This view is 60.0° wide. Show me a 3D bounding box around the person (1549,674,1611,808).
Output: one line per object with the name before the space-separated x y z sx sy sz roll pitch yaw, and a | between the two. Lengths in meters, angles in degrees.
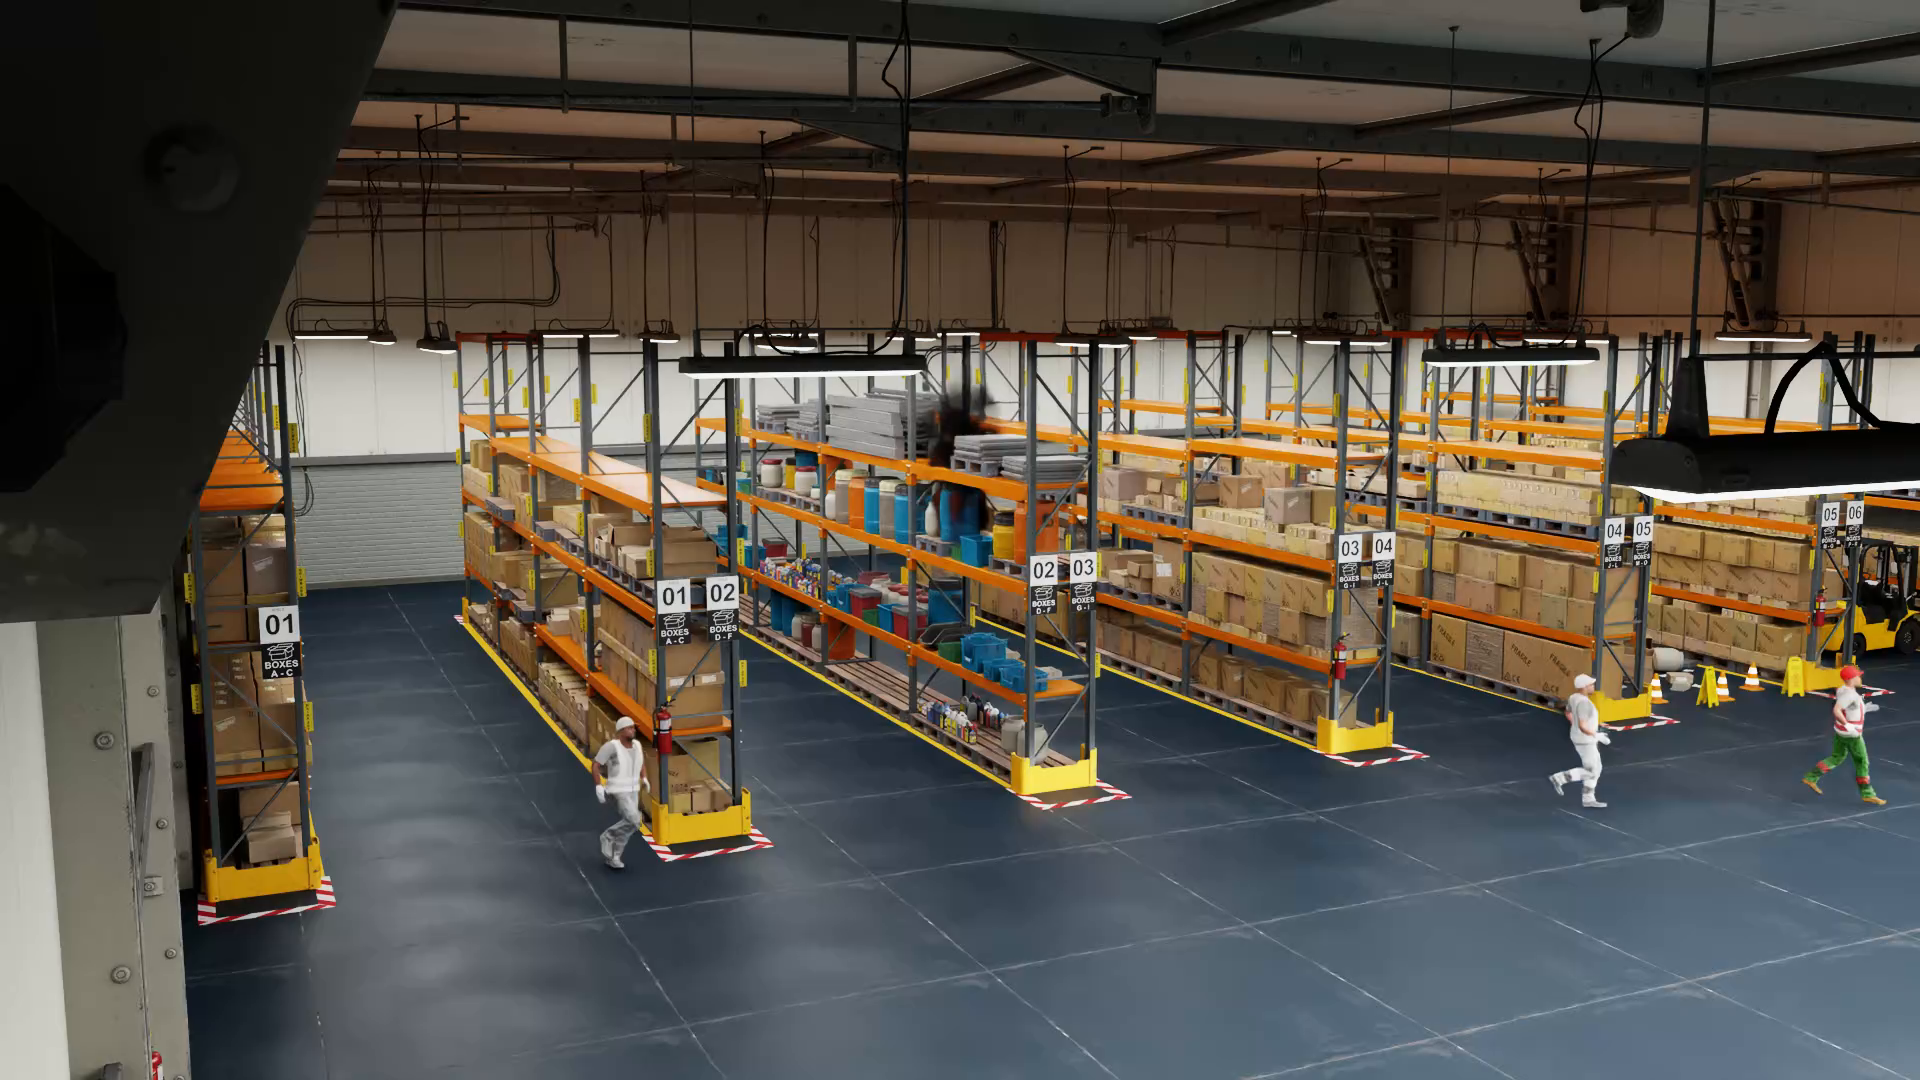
person | 7.992 2.587 21.448 0.745 1.749 0.667 1 8 9

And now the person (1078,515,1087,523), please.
person | 2.846 0.303 38.423 0.672 1.835 0.733 -2 8 -17

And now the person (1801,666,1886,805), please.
person | 11.532 2.513 21.593 0.996 1.778 0.659 2 8 13

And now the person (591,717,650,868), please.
person | -3.842 2.905 19.221 0.555 1.708 0.734 5 9 31

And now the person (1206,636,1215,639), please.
person | 4.991 1.084 32.662 0.700 1.723 0.582 -4 9 -28
